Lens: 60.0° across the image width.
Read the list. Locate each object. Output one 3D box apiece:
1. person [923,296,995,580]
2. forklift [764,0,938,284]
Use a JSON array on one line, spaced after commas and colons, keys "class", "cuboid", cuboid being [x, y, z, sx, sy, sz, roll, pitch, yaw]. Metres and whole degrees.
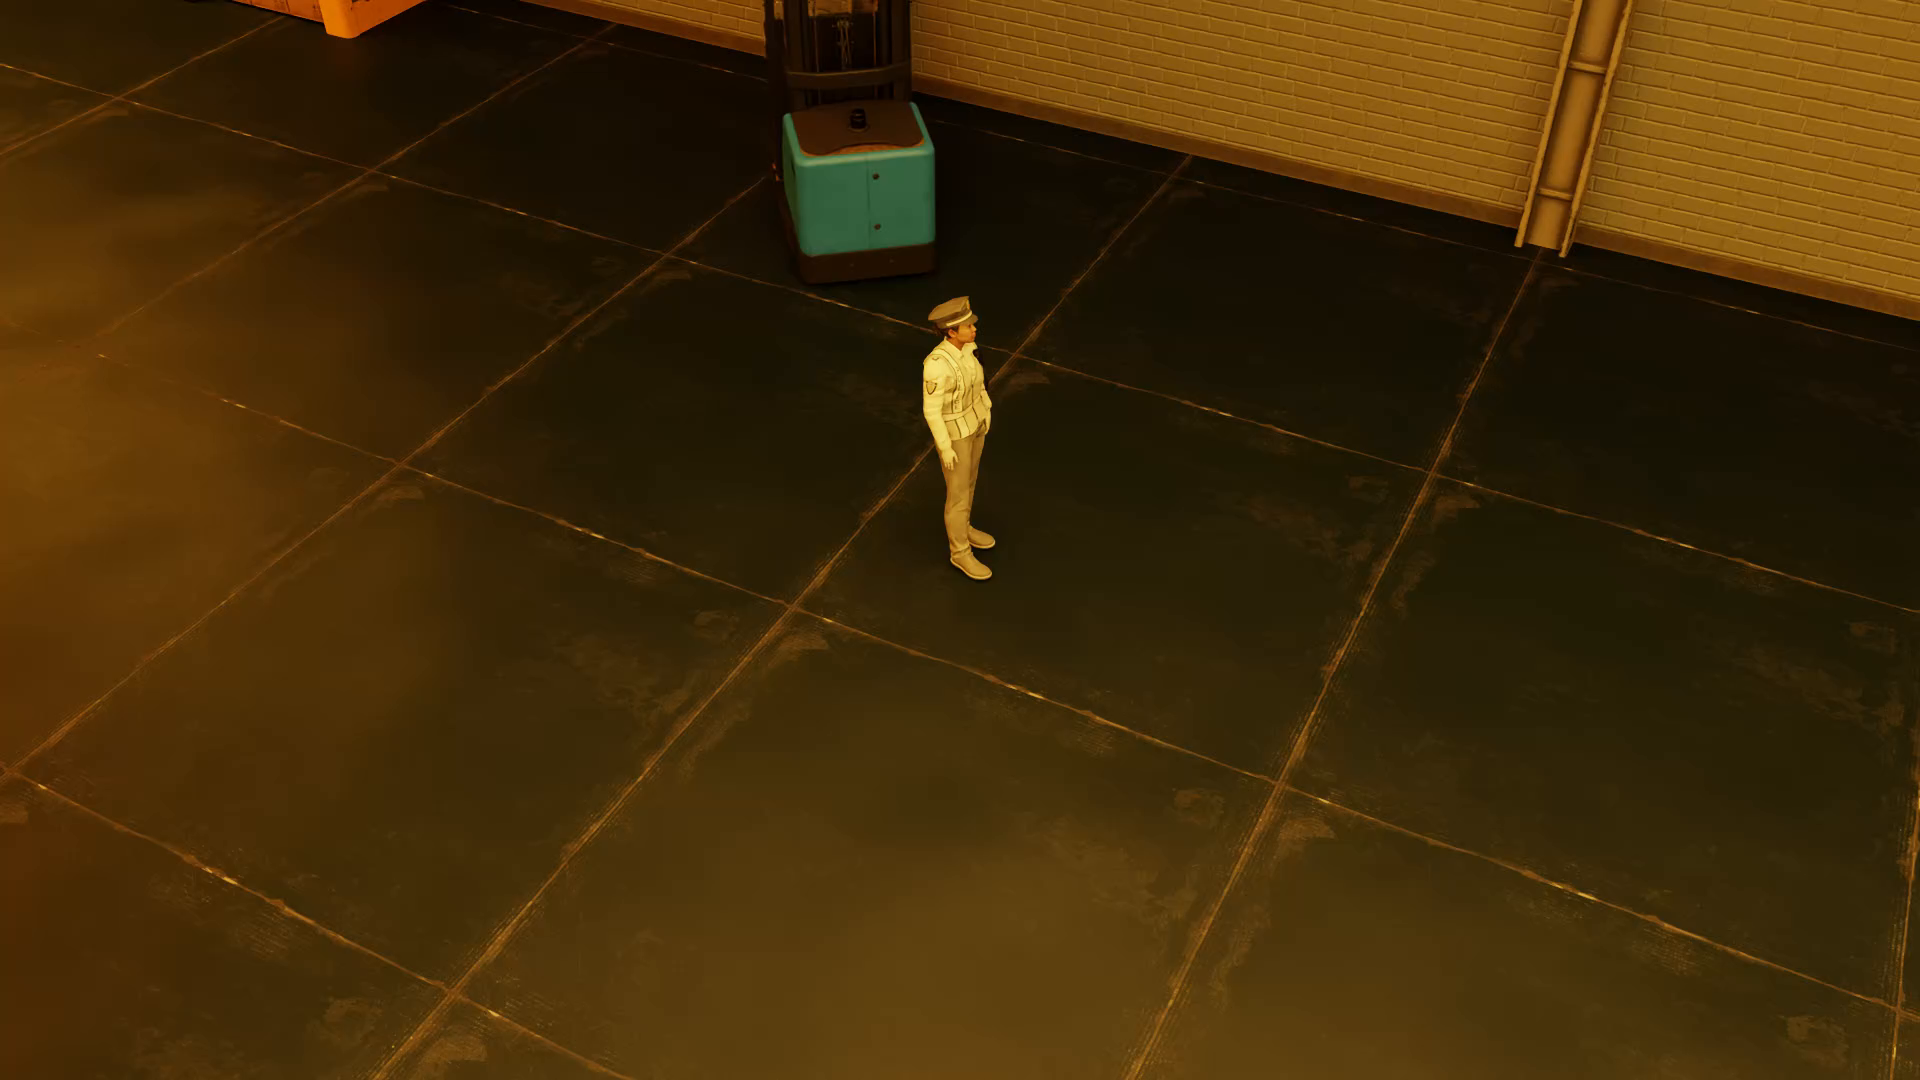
[{"class": "person", "cuboid": [0.058, -0.630, 9.683, 0.531, 1.695, 0.588, 18, 43, 21]}, {"class": "forklift", "cuboid": [-0.965, -3.987, 12.721, 1.130, 2.935, 3.031, -8, 41, -9]}]
